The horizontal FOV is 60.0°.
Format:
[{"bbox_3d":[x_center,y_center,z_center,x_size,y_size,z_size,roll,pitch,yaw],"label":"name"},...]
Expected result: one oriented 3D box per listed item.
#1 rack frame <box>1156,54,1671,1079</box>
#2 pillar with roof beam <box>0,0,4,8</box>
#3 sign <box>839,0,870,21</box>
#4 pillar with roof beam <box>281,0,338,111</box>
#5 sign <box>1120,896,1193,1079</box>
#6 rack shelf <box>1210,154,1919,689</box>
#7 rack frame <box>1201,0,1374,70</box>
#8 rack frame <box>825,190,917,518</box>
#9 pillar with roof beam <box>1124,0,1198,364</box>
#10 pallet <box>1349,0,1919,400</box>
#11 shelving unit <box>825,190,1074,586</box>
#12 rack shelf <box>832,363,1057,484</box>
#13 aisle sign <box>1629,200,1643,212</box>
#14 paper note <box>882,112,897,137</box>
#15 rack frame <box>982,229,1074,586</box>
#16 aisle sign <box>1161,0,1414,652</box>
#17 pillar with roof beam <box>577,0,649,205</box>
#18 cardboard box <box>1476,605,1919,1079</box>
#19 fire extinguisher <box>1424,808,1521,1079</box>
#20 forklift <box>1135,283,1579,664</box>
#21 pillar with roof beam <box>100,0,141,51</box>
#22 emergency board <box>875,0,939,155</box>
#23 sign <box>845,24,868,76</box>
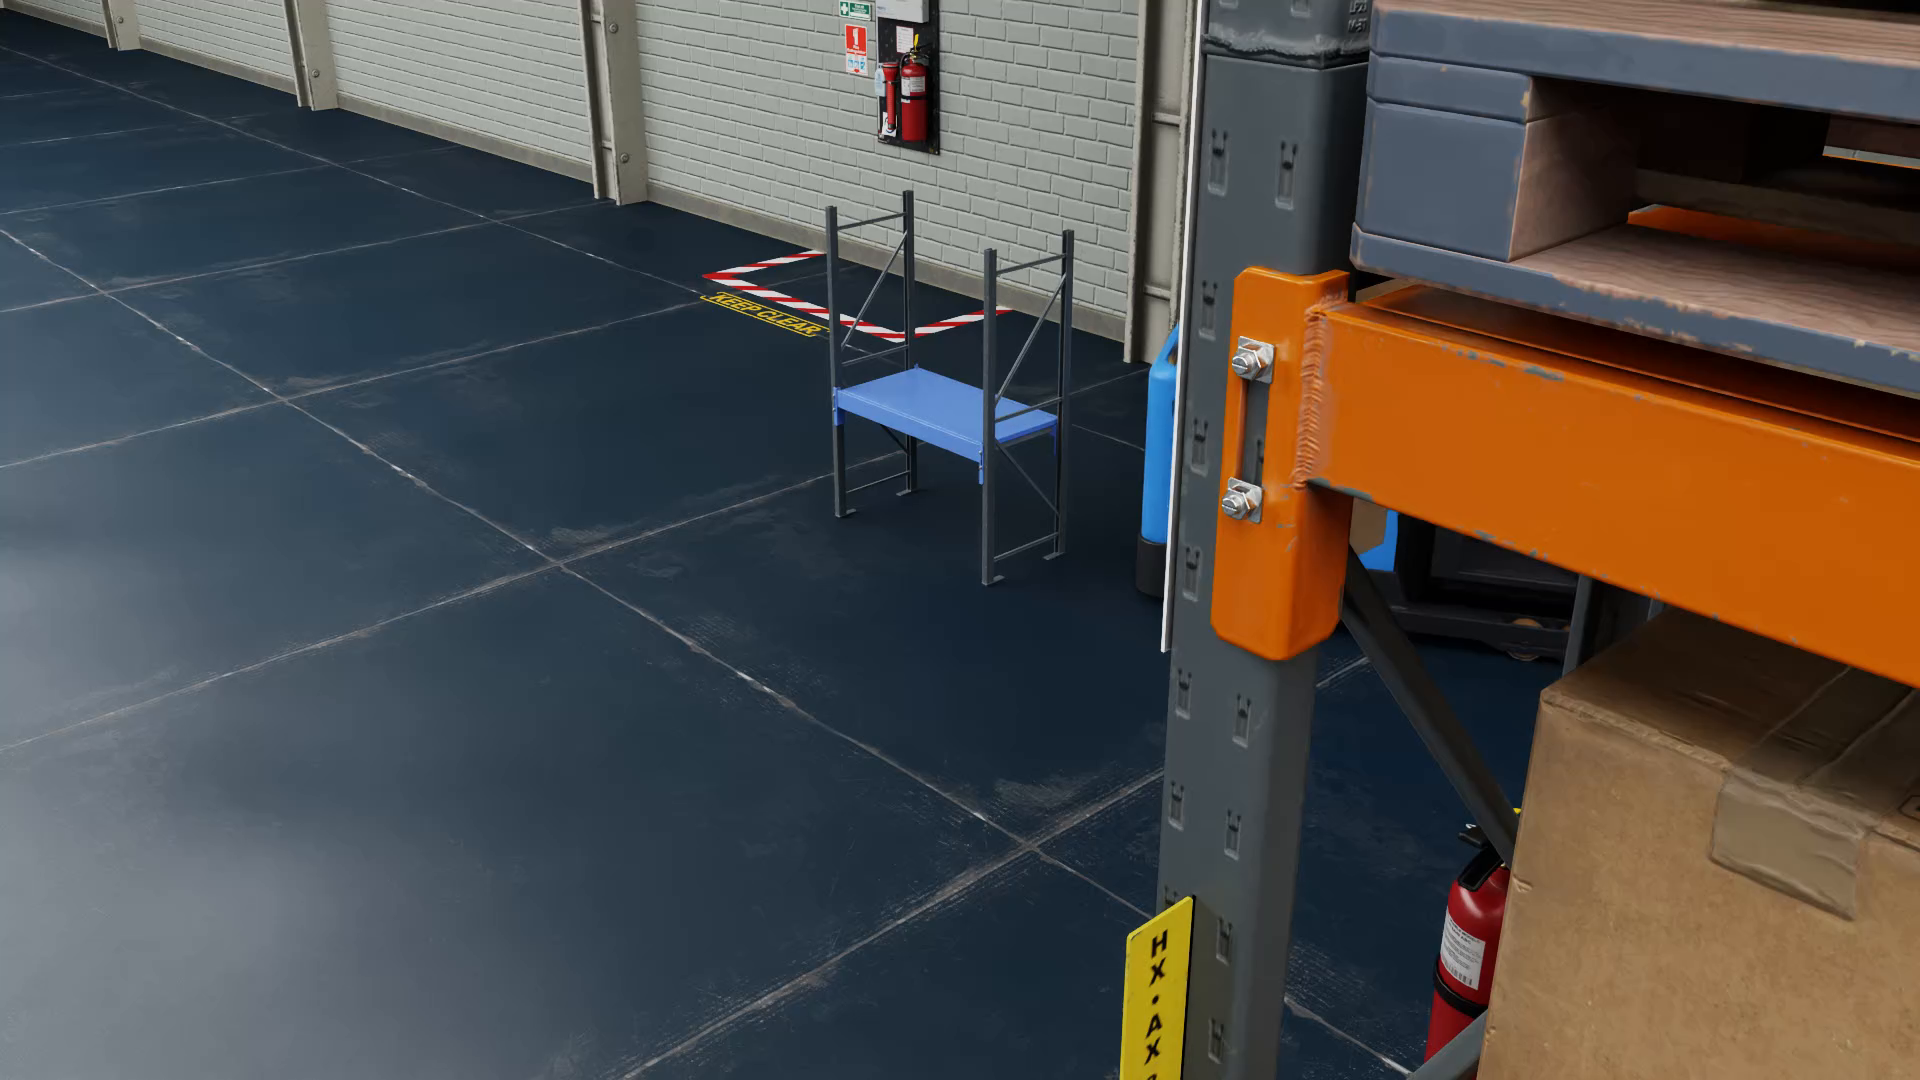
[{"bbox_3d":[0.619,0.816,2.347,1.000,3.000,0.127,-21,32,-38],"label":"rack frame"},{"bbox_3d":[-18.305,-11.221,21.504,9.100,9.000,0.400,-21,32,-38],"label":"pillar with roof beam"},{"bbox_3d":[-0.725,-3.651,11.458,0.001,0.109,0.331,-21,32,-38],"label":"sign"},{"bbox_3d":[-10.103,-7.585,13.535,9.100,9.000,0.400,-21,32,-38],"label":"pillar with roof beam"},{"bbox_3d":[0.210,0.542,1.810,0.100,0.325,0.005,-21,32,-38],"label":"sign"},{"bbox_3d":[1.986,0.385,0.546,1.077,0.370,4.000,-21,32,-38],"label":"rack shelf"},{"bbox_3d":[0.619,-1.913,1.102,1.000,3.000,0.127,-21,32,-38],"label":"rack frame"},{"bbox_3d":[-0.406,-0.862,7.833,0.500,1.500,0.032,-21,32,-38],"label":"rack frame"},{"bbox_3d":[-1.901,-3.950,5.565,9.100,9.000,0.400,-21,32,-38],"label":"pillar with roof beam"},{"bbox_3d":[1.084,-0.287,1.257,1.003,0.211,1.213,-21,32,-38],"label":"pallet"},{"bbox_3d":[-0.058,-0.708,7.495,0.538,1.500,1.048,-21,32,-38],"label":"shelving unit"},{"bbox_3d":[-0.058,-0.545,7.570,0.538,0.185,1.000,-21,32,-38],"label":"rack shelf"},{"bbox_3d":[0.789,-0.470,2.034,0.394,0.787,0.004,-21,32,-38],"label":"aisle sign"},{"bbox_3d":[-0.490,-2.873,11.496,0.016,0.148,0.142,-21,32,-38],"label":"paper note"},{"bbox_3d":[0.289,-0.554,7.158,0.500,1.500,0.032,-21,32,-38],"label":"rack frame"},{"bbox_3d":[0.351,-0.300,1.661,0.394,0.787,0.004,-21,32,-38],"label":"aisle sign"},{"bbox_3d":[-6.002,-5.767,9.550,9.100,9.000,0.400,-21,32,-38],"label":"pillar with roof beam"},{"bbox_3d":[0.965,0.341,1.704,0.700,0.500,0.500,-21,32,-38],"label":"cardboard box"},{"bbox_3d":[0.878,0.684,2.730,0.296,0.674,0.183,-21,32,-38],"label":"fire extinguisher"},{"bbox_3d":[2.330,-1.072,6.568,3.031,2.935,1.130,7,25,15],"label":"forklift"},{"bbox_3d":[-14.204,-9.403,17.519,9.100,9.000,0.400,-21,32,-38],"label":"pillar with roof beam"},{"bbox_3d":[-0.419,-3.201,11.152,0.194,1.169,0.643,-21,32,-38],"label":"emergency board"},{"bbox_3d":[-0.722,-3.414,11.576,0.001,0.329,0.234,-21,32,-38],"label":"sign"}]
